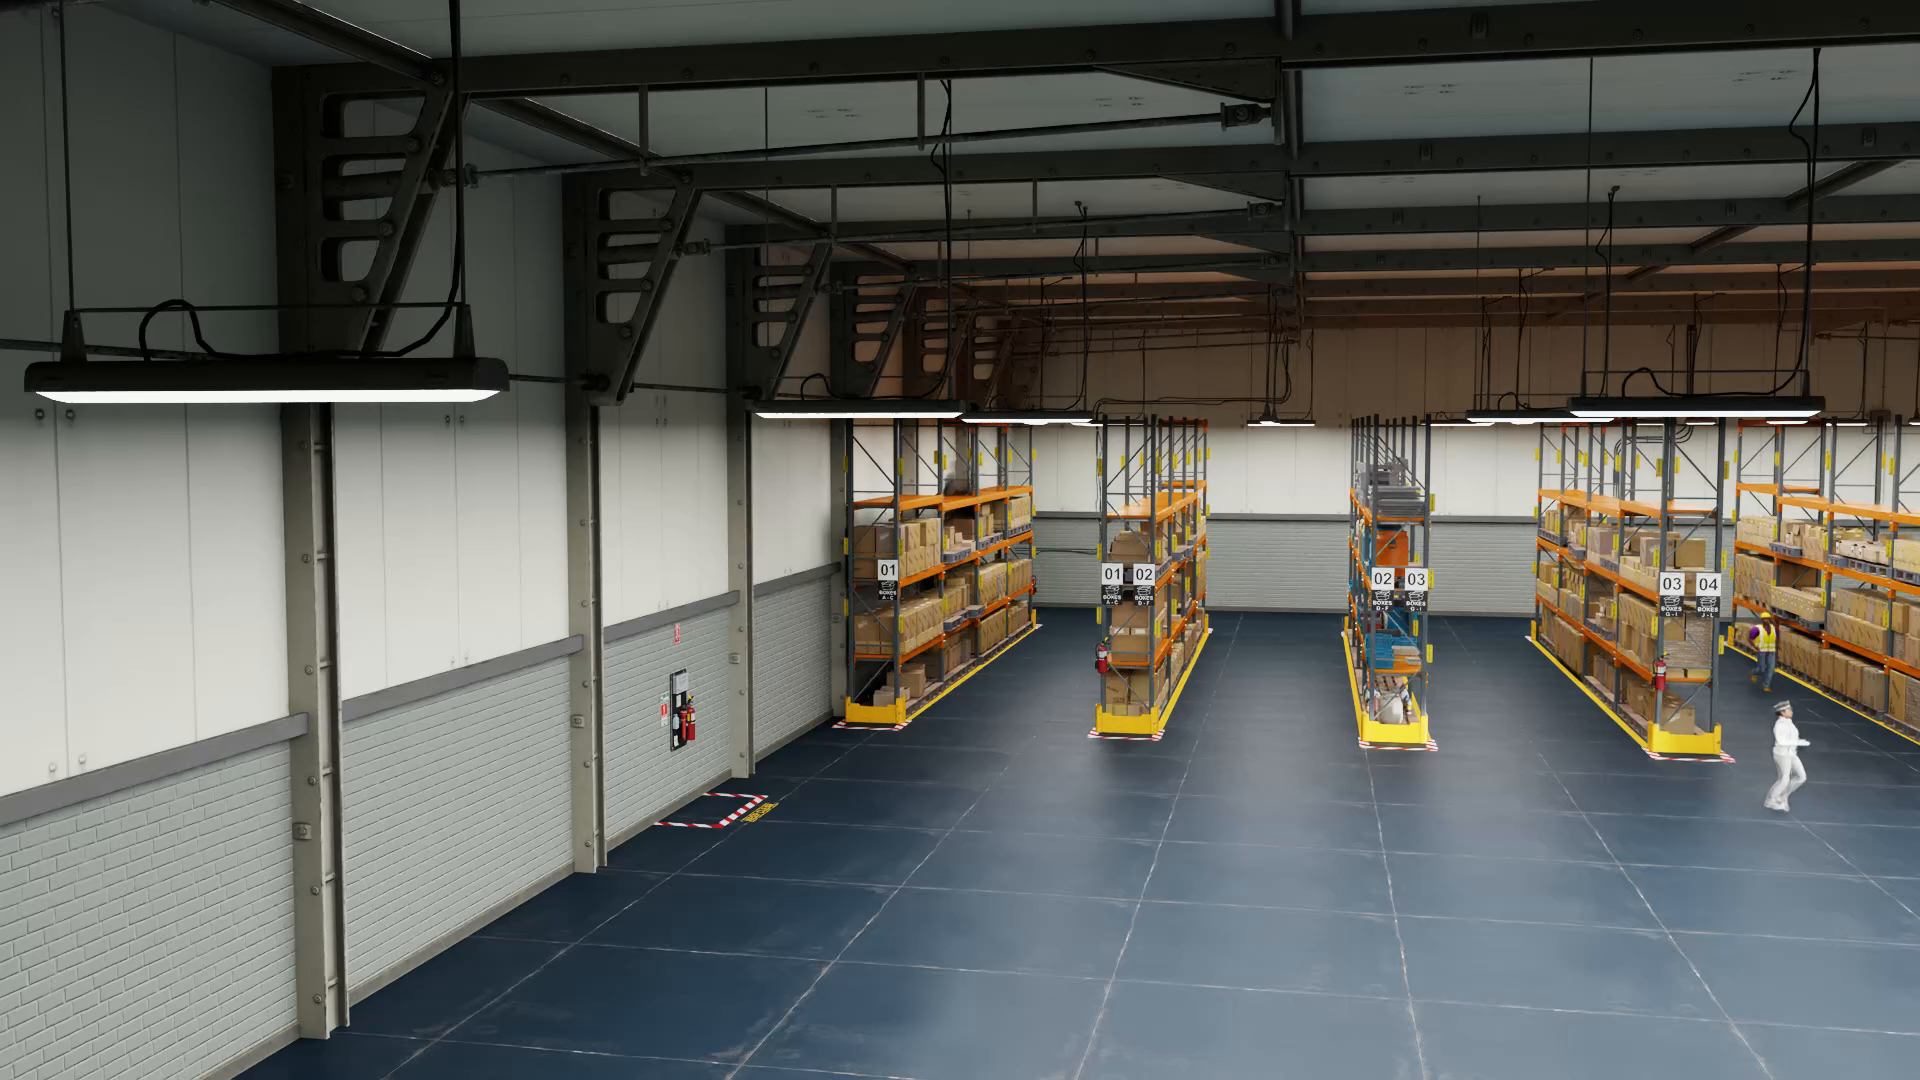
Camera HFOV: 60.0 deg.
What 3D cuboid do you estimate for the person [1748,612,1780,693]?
[{"bbox_3d":[17.580,2.444,36.300,0.700,1.738,0.794,0,4,2],"label":"person"}]

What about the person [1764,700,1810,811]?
[{"bbox_3d":[12.373,3.229,24.828,0.614,1.690,0.596,3,5,42],"label":"person"}]
